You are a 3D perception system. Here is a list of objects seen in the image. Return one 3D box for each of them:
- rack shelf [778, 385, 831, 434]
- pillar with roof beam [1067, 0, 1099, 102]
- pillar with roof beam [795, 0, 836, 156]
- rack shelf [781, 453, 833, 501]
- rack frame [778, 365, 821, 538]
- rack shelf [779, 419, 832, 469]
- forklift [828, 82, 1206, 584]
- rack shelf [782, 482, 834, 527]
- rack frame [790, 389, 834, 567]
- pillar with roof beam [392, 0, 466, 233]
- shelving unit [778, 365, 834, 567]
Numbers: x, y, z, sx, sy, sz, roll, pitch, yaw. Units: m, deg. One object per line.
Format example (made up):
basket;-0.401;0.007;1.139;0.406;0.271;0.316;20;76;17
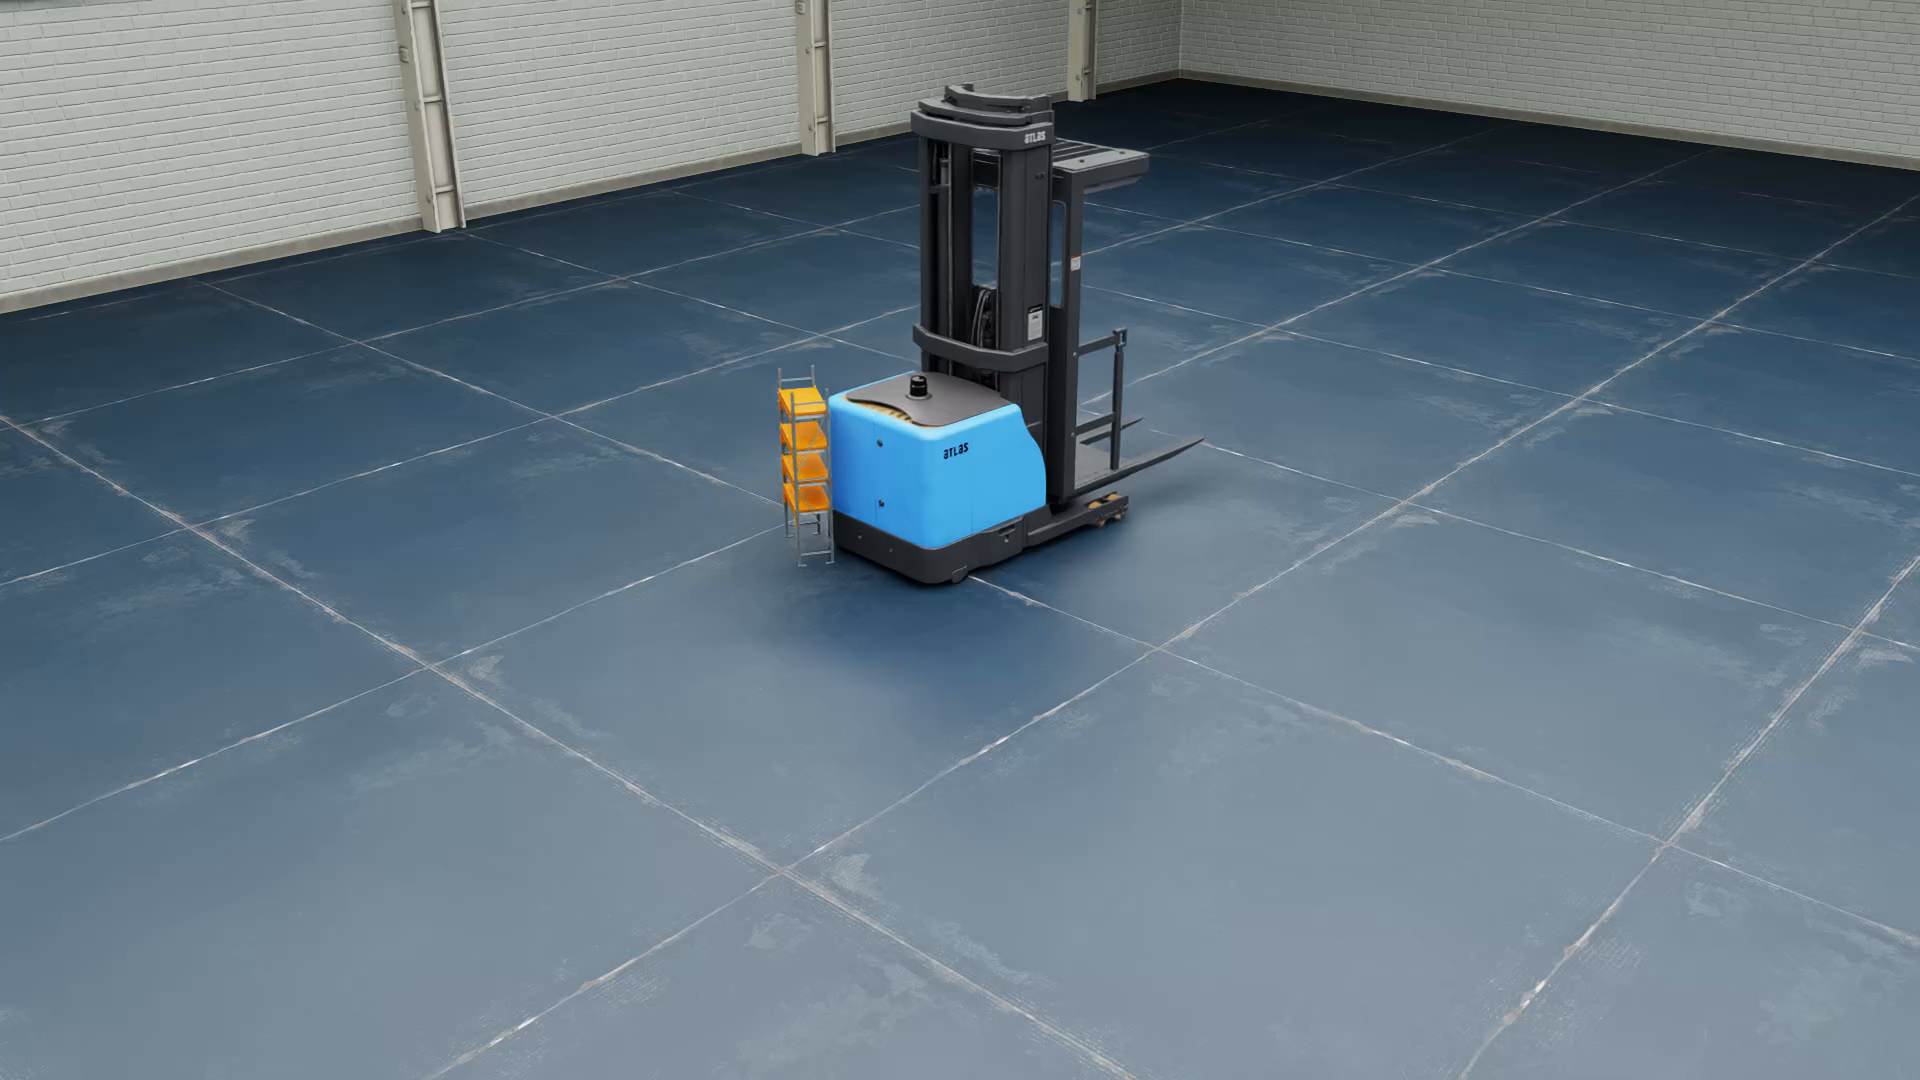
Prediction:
rack shelf;-1.005;-0.841;10.699;0.258;0.148;0.480;-6;25;-14
pillar with roof beam;5.211;-10.223;23.051;9.100;9.000;0.400;20;31;38
pillar with roof beam;1.207;-8.395;18.974;9.100;9.000;0.400;20;31;38
rack shelf;-1.005;-0.421;10.887;0.258;0.148;0.480;-6;25;-14
rack frame;-1.068;-0.579;11.075;0.240;1.200;0.015;-6;25;-14
rack shelf;-1.005;-0.625;10.796;0.258;0.148;0.480;-6;25;-14
forklift;0.529;-1.566;11.160;3.031;2.935;1.130;-22;32;-40
rack shelf;-1.005;-0.240;10.969;0.258;0.148;0.480;-6;25;-14
rack frame;-0.942;-0.386;10.645;0.240;1.200;0.015;-6;25;-14
pillar with roof beam;-2.797;-6.567;14.897;9.100;9.000;0.400;20;31;38
shelving unit;-1.005;-0.483;10.860;0.258;1.200;0.503;-6;25;-14
